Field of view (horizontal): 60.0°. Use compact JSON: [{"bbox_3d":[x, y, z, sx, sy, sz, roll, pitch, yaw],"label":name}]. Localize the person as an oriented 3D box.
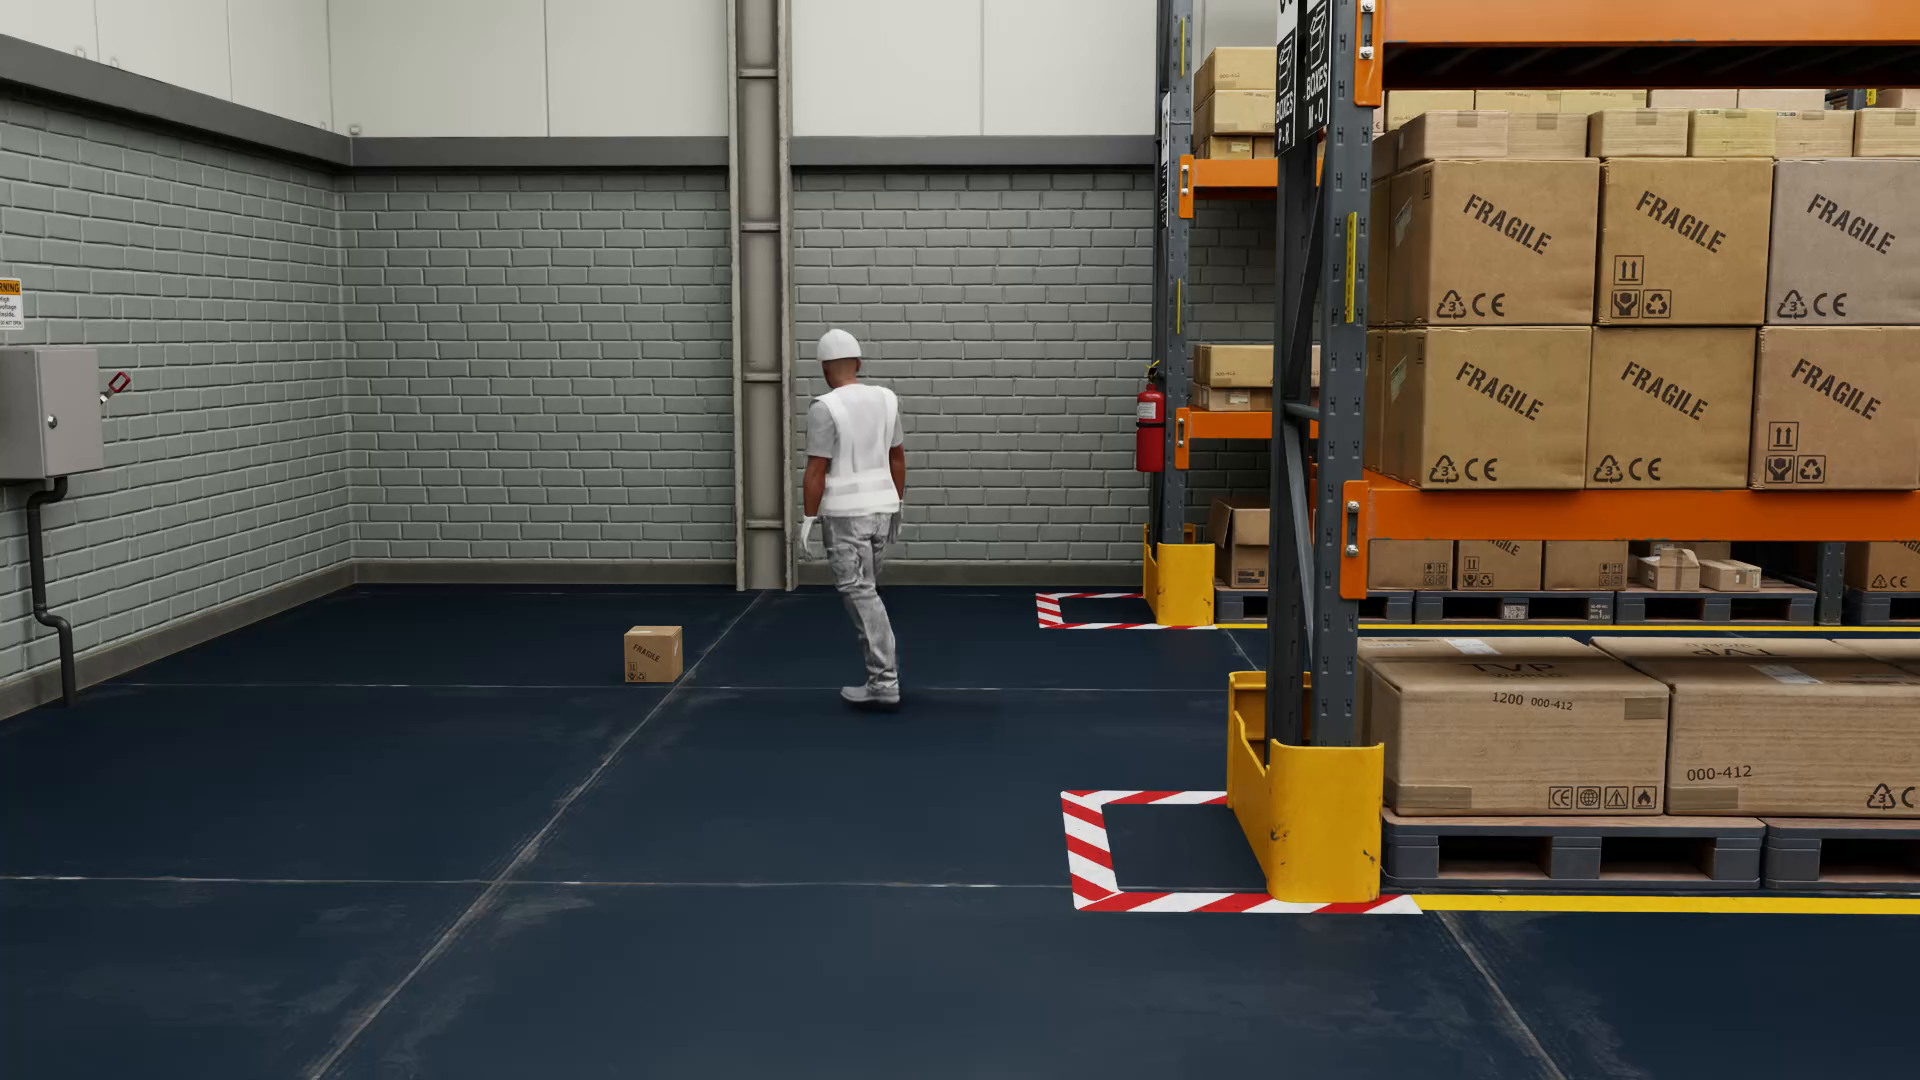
[{"bbox_3d":[-0.489,-0.099,7.899,0.491,1.791,0.590,6,9,38],"label":"person"}]
